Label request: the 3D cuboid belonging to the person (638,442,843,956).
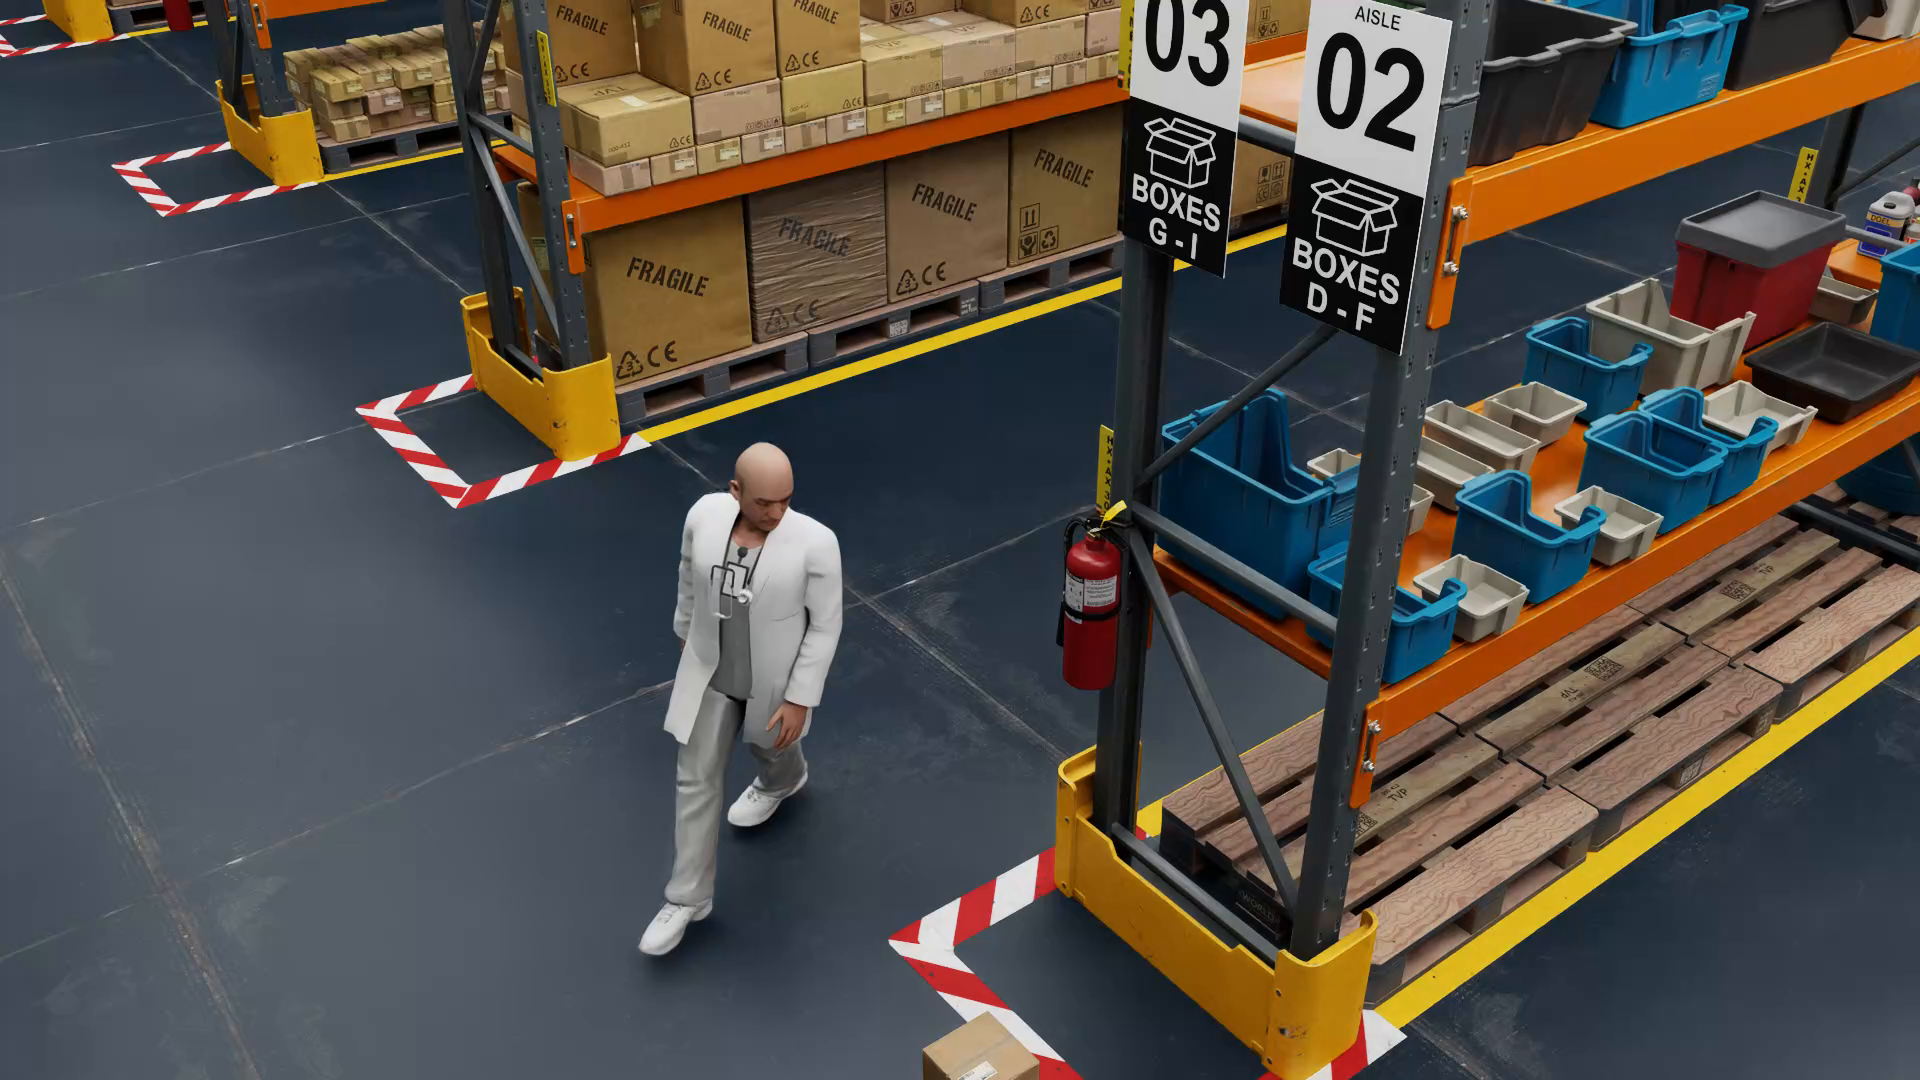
[{"bbox_3d":[-0.697,0.453,5.413,0.641,1.712,1.059,7,32,10],"label":"person"}]
